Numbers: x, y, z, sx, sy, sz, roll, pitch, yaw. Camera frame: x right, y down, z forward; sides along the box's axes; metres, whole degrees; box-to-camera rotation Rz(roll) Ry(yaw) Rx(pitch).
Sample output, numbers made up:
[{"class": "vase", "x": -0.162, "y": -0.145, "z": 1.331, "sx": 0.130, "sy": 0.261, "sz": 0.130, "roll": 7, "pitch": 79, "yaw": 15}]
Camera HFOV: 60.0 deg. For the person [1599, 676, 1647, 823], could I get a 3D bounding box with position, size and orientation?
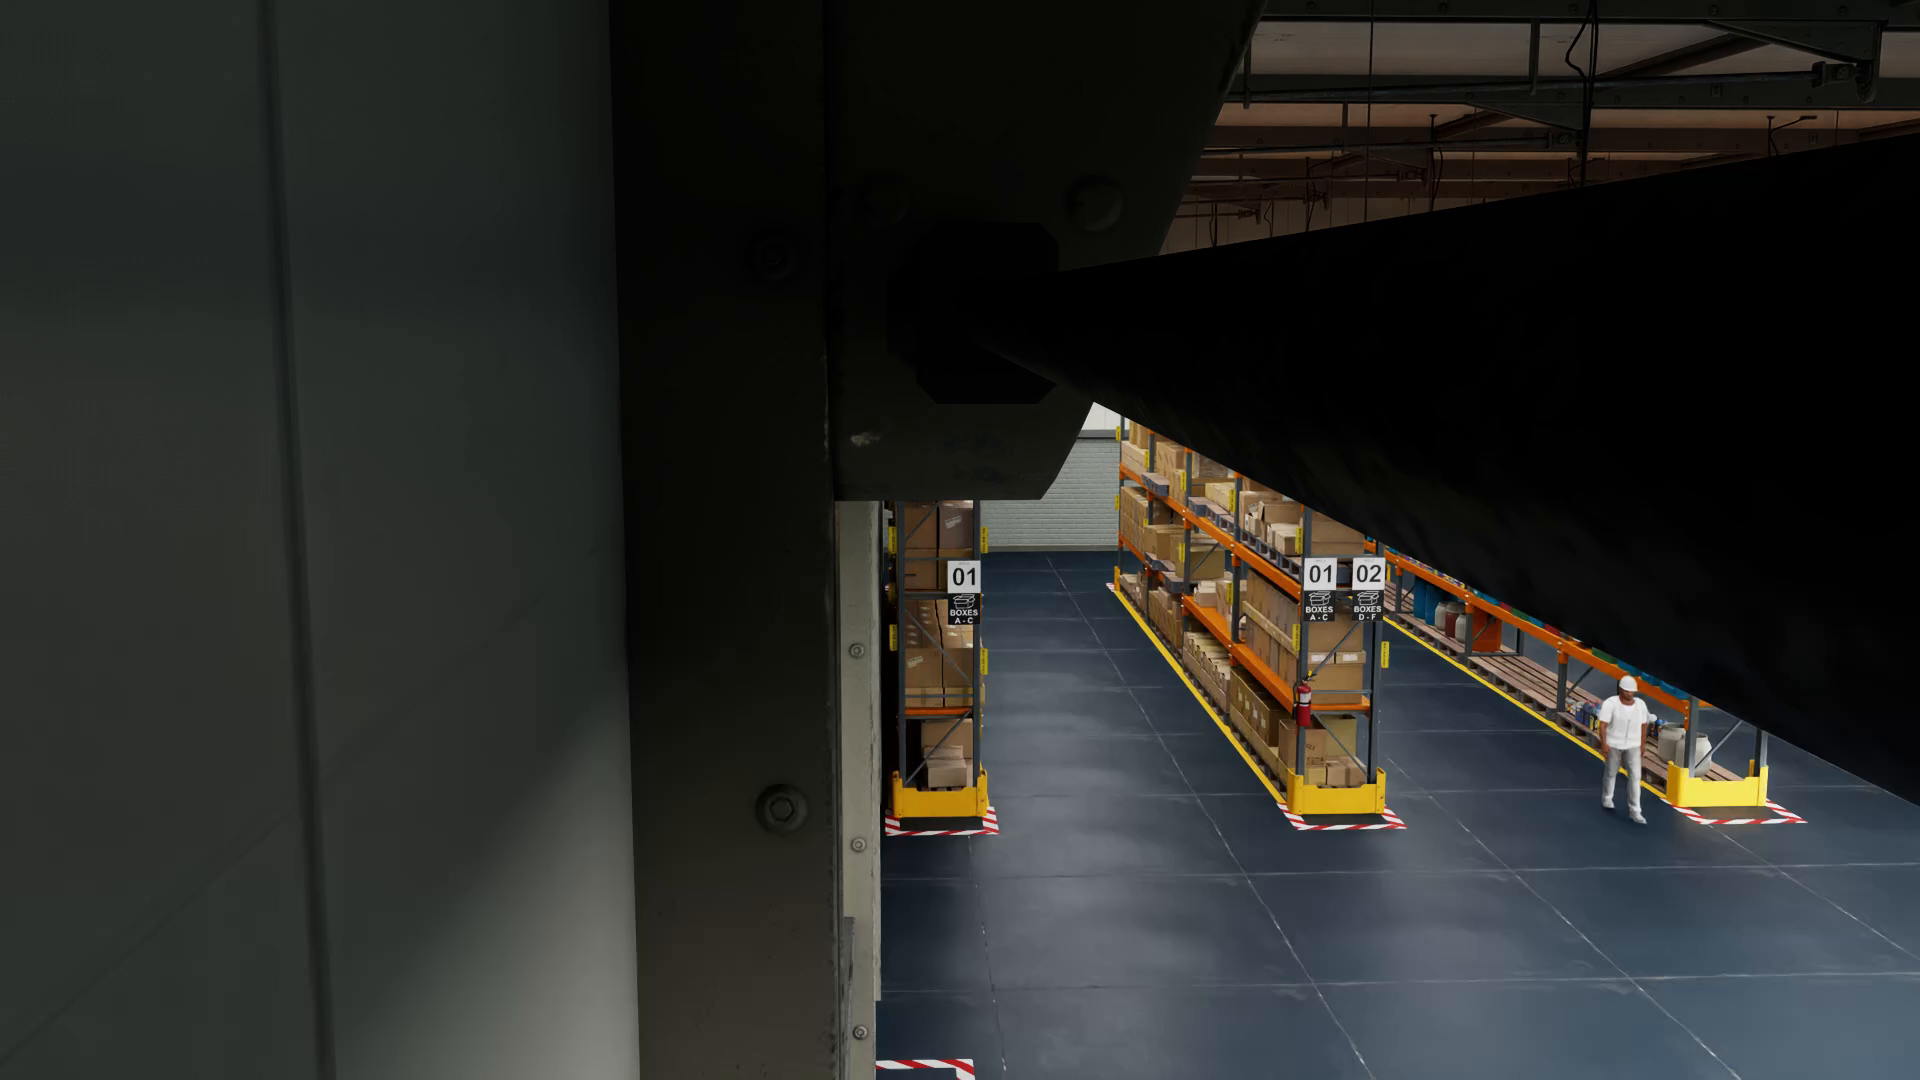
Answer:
[{"class": "person", "x": 8.163, "y": 2.532, "z": 20.429, "sx": 0.595, "sy": 1.722, "sz": 0.932, "roll": 1, "pitch": 8, "yaw": 10}]
